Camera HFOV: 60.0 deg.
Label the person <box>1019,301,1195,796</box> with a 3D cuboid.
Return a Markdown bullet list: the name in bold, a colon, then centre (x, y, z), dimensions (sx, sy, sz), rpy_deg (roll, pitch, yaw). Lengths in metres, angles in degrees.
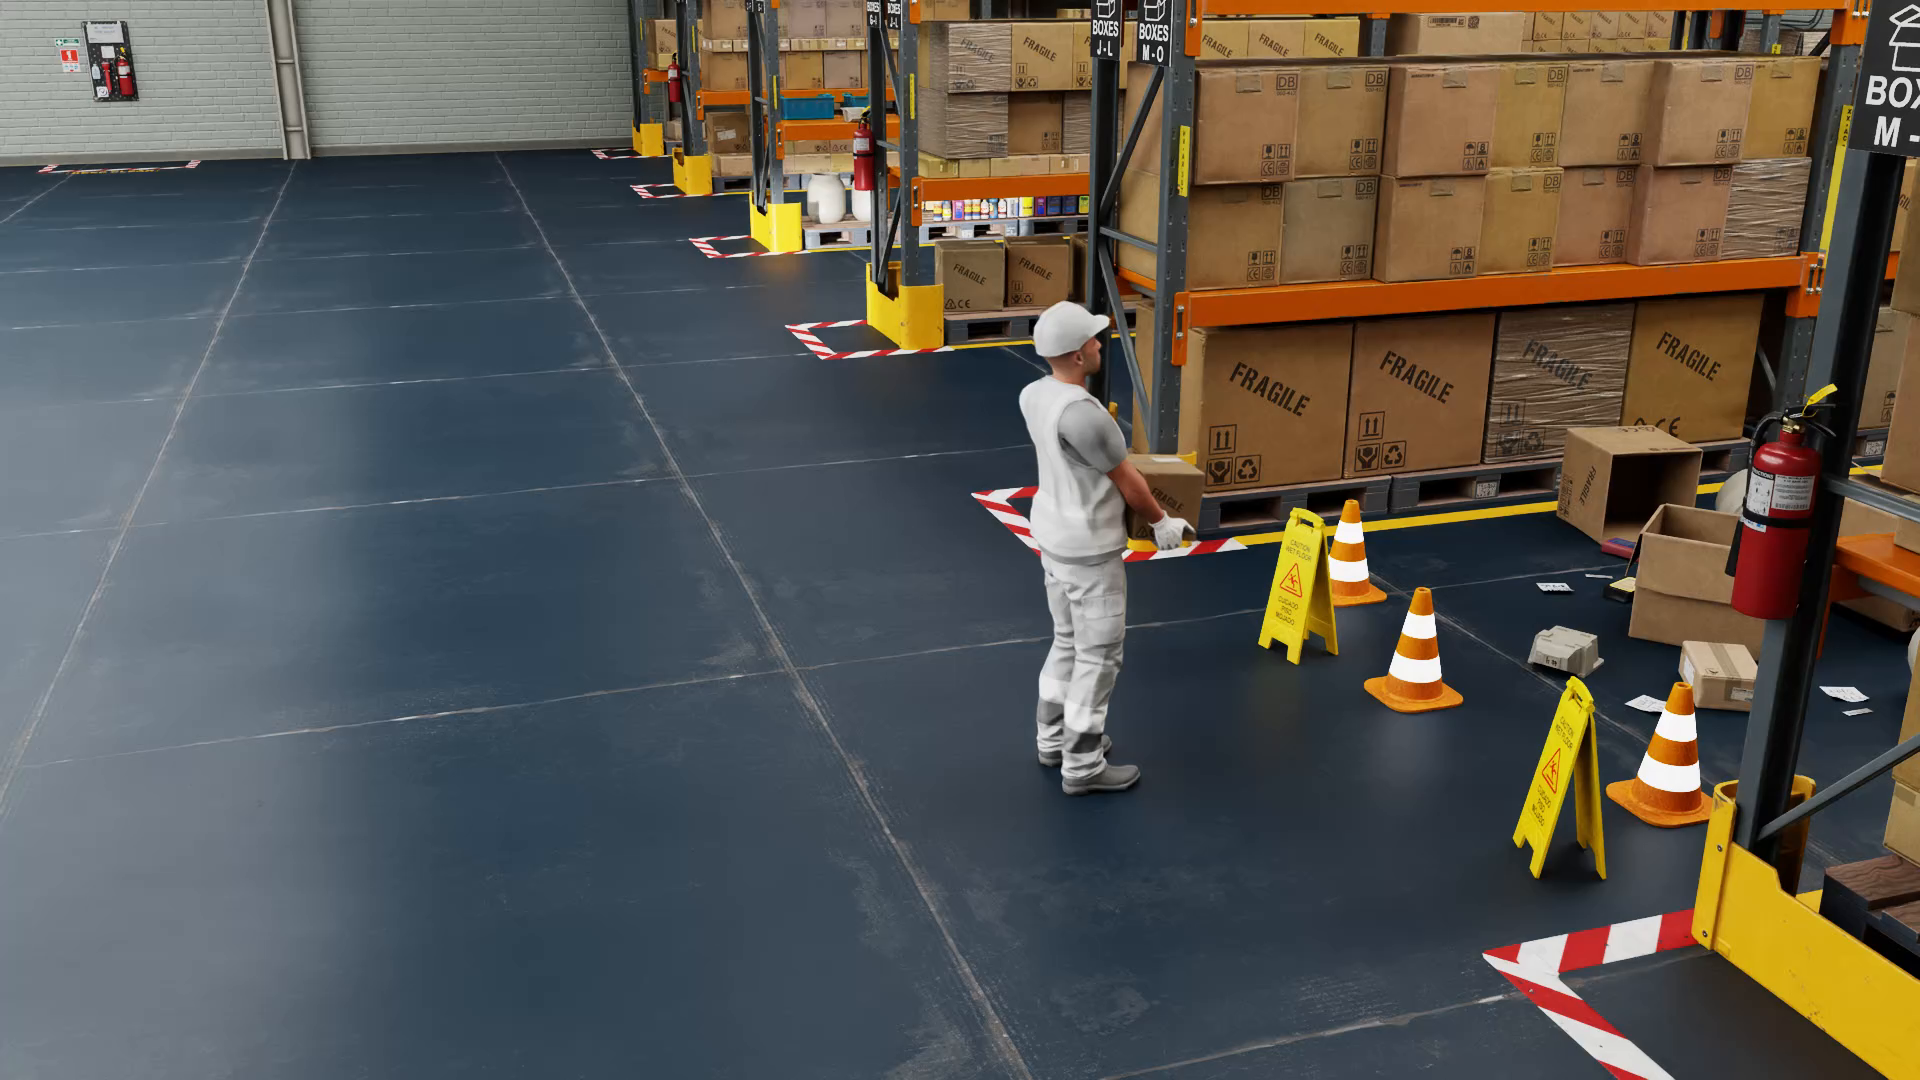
- **person**: centre (0.522, 0.018, 5.986), dimensions (0.563, 1.782, 0.493), rpy_deg (-6, 20, -17)
